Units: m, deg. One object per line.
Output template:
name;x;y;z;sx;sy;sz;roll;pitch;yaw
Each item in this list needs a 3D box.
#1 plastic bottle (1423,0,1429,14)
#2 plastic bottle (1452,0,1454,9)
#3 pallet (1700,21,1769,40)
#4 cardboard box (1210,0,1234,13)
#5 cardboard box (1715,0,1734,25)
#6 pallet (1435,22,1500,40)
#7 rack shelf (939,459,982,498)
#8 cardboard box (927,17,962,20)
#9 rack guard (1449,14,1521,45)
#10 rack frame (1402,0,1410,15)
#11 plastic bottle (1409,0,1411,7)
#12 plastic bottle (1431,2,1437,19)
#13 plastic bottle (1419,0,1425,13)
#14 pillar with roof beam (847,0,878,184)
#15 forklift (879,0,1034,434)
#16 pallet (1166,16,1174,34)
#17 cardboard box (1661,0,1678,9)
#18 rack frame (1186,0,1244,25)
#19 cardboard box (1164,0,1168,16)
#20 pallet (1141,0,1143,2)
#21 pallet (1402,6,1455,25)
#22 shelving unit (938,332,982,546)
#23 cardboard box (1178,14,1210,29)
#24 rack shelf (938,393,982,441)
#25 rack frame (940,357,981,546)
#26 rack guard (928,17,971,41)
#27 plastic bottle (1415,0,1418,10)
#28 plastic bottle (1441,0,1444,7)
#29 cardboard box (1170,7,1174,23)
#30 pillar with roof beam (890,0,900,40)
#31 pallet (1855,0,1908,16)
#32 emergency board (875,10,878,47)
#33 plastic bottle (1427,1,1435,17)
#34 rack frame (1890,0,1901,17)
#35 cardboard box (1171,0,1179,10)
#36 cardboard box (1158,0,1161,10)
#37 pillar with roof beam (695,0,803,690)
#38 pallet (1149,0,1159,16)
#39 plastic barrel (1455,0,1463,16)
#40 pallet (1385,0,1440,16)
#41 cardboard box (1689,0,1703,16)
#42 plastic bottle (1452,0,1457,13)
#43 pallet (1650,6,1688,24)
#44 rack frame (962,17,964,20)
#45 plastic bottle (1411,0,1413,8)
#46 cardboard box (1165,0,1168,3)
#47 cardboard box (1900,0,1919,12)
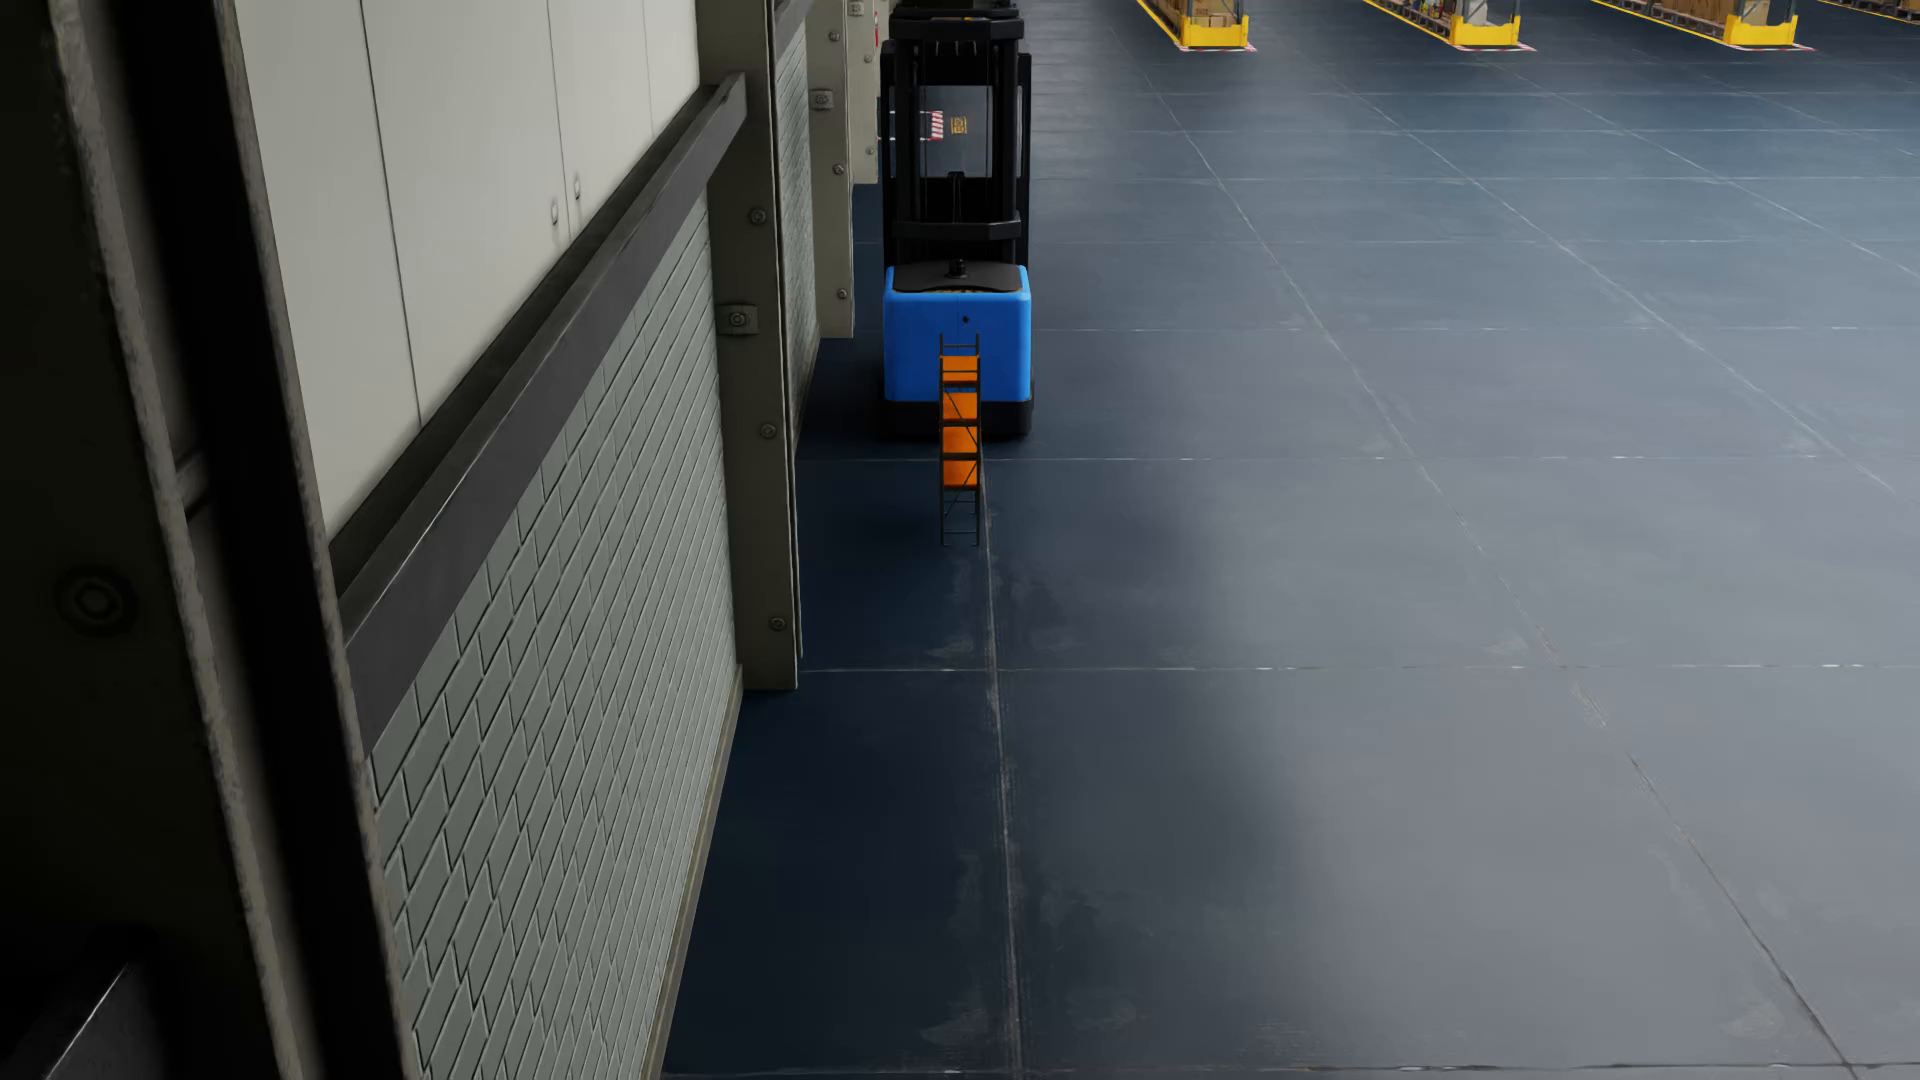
plastic bottle;9.078;-10.383;32.247;0.144;0.351;0.185;0;24;-1
plastic bottle;9.775;-10.627;32.787;0.144;0.351;0.185;-1;24;-3
pallet;14.499;-9.446;30.880;1.003;0.211;1.213;0;24;-1
cardboard box;4.777;-10.016;30.673;0.500;0.500;0.500;0;24;-1
cardboard box;14.443;-9.907;31.038;0.500;0.500;0.500;6;25;13
pallet;9.470;-9.424;30.830;1.003;0.211;1.213;0;24;-1
rack shelf;-0.002;-0.373;10.263;0.258;0.148;0.480;0;24;-1
cardboard box;-0.267;-10.168;31.592;0.700;0.500;0.500;-2;24;-4
rack guard;9.473;-9.221;30.030;1.175;0.500;0.348;0;24;-1
rack frame;9.477;-11.977;33.091;1.000;3.000;0.127;0;24;-1
plastic bottle;9.043;-10.801;33.268;0.097;0.271;0.097;0;24;0
plastic bottle;9.043;-10.094;31.691;0.061;0.283;0.133;0;24;1
plastic bottle;9.033;-10.459;32.498;0.061;0.283;0.133;1;24;2
pillar with roof beam;3.178;-8.376;17.851;9.100;9.000;0.400;0;24;-1
forklift;-0.033;-2.643;12.536;1.130;2.935;3.031;0;24;-1
pallet;4.507;-9.854;31.780;1.003;0.211;1.213;0;24;-1
cardboard box;14.394;-10.886;33.204;0.500;0.500;0.500;-1;24;-2
rack frame;4.568;-10.308;29.401;1.000;3.000;0.127;0;24;-1
cardboard box;4.227;-10.290;32.188;0.500;0.250;0.500;0;24;-1
pallet;4.451;-11.994;36.514;1.003;0.211;1.213;0;24;-1
pallet;9.443;-10.429;33.053;1.003;0.211;1.213;0;24;-1
shelving unit;-0.002;-0.615;10.154;0.258;1.200;0.503;0;24;-1
cardboard box;4.267;-9.466;30.366;0.500;0.250;0.500;0;24;-1
rack shelf;-0.002;-0.757;10.089;0.258;0.148;0.480;0;24;-1
rack frame;0.001;-0.514;9.931;0.240;1.200;0.015;0;24;-1
rack guard;-0.386;-9.176;29.932;1.175;0.500;0.348;0;24;-1
plastic bottle;9.071;-10.636;32.807;0.144;0.351;0.185;0;24;1
plastic bottle;9.628;-10.705;32.961;0.144;0.351;0.185;0;24;-1
cardboard box;4.242;-9.878;31.277;0.500;0.250;0.500;0;24;-1
pillar with roof beam;3.047;-13.321;28.784;9.100;9.000;0.400;0;24;-1
pallet;19.307;-11.027;34.374;1.003;0.211;1.213;0;24;-1
emergency board;-1.204;-7.078;22.259;0.194;1.169;0.643;0;24;-1
plastic bottle;9.086;-10.204;31.942;0.152;0.276;0.135;-1;24;-2
rack frame;19.391;-11.980;33.097;1.000;3.000;0.127;0;24;-1
cardboard box;4.239;-10.220;31.123;0.500;0.500;0.500;0;24;-1
cardboard box;4.226;-10.702;33.100;0.500;0.250;0.500;0;24;-1
pillar with roof beam;3.308;-3.432;6.918;9.100;9.000;0.400;0;24;-1
pallet;4.477;-10.989;34.291;1.003;0.211;1.213;0;24;-1
plastic barrel;9.432;-9.864;30.928;0.421;0.512;0.421;0;24;0
pallet;9.430;-11.030;34.381;1.003;0.211;1.213;0;24;-1
cardboard box;14.494;-10.395;32.117;0.500;0.500;0.500;-2;24;-5
plastic bottle;9.676;-10.452;32.483;0.061;0.283;0.133;0;24;-1
pallet;14.473;-10.452;33.103;1.003;0.211;1.213;0;24;-1
rack frame;-0.385;-10.284;29.348;1.000;3.000;0.127;0;24;-1
plastic bottle;9.045;-10.685;33.097;0.097;0.201;0.097;0;24;0
cardboard box;4.227;-10.632;32.034;0.500;0.500;0.500;0;24;-1
cardboard box;19.328;-10.943;32.875;0.875;0.875;0.875;0;24;0
